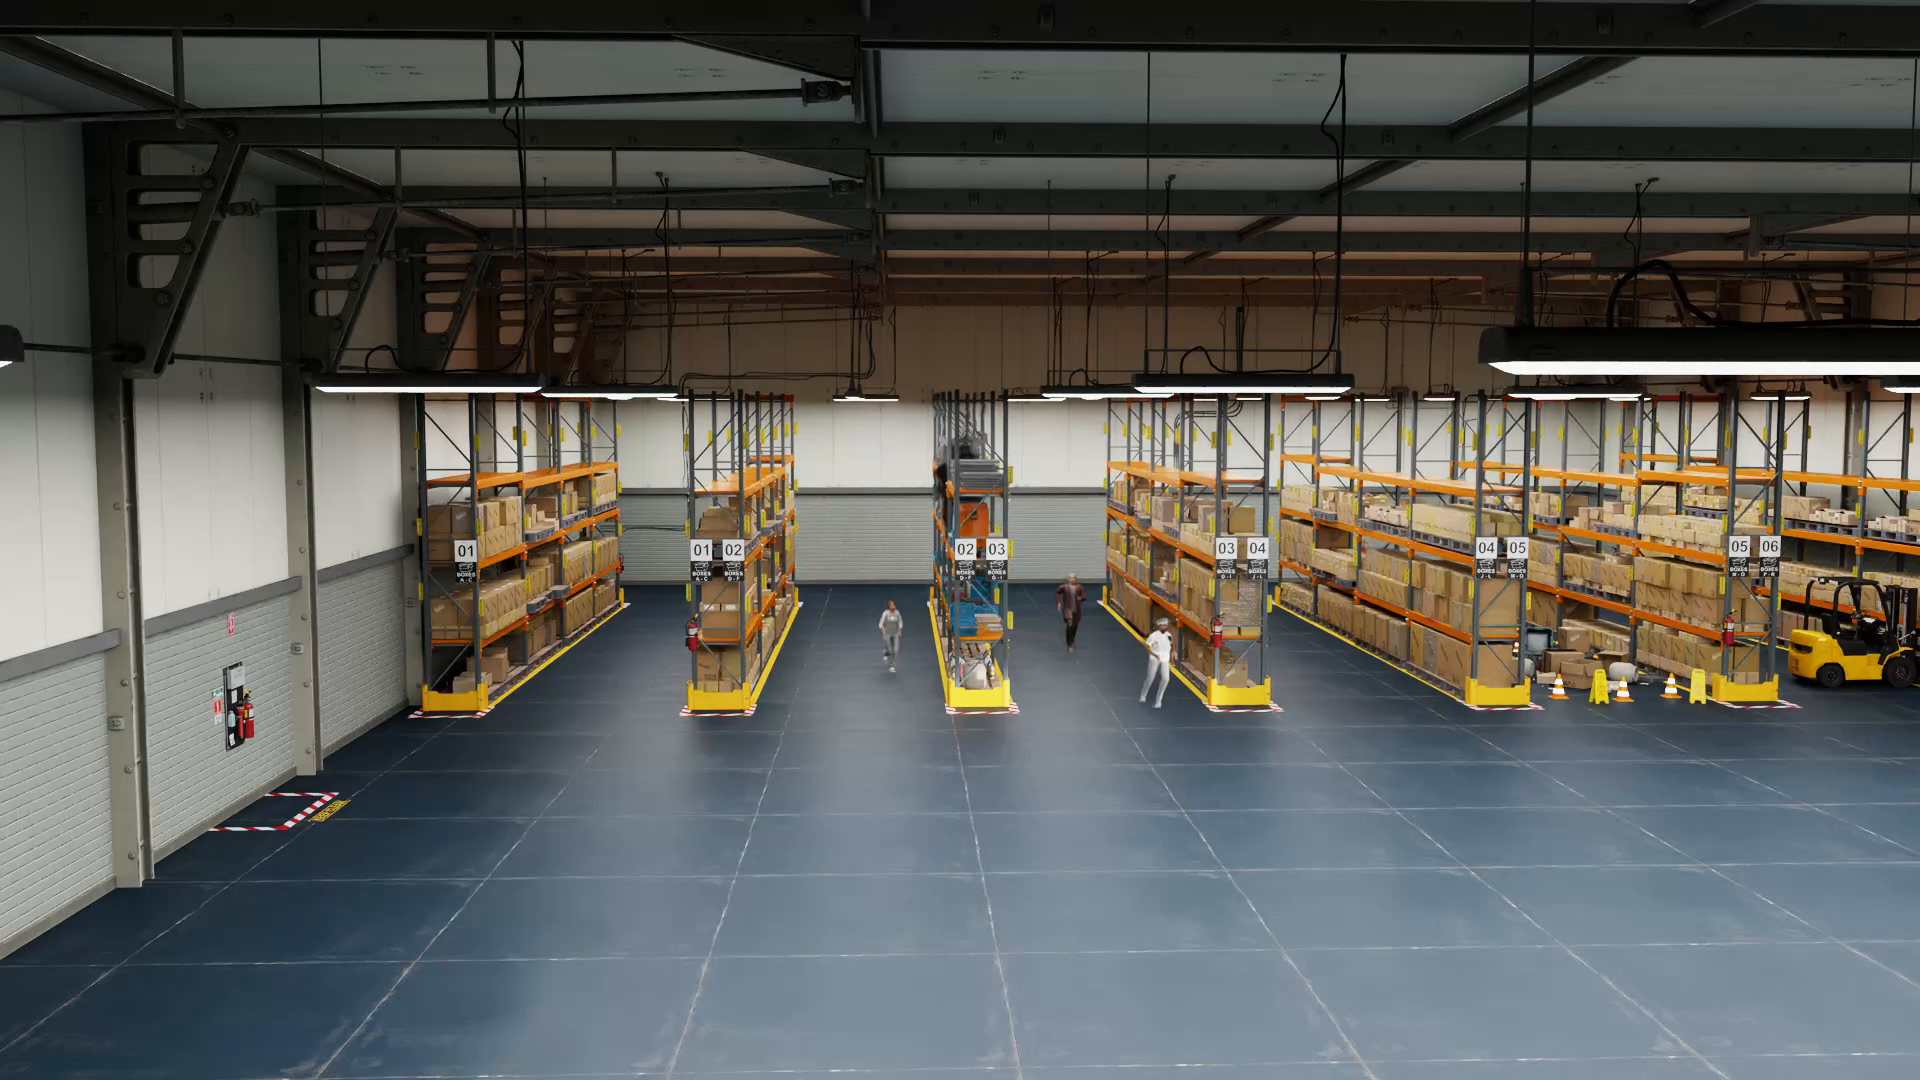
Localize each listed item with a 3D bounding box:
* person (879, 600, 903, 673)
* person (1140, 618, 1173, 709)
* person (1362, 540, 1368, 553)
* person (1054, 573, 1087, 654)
[{"bbox_3d":[-1.480,2.094,35.678,0.522,1.459,0.598,-1,5,-14],"label":"person"},{"bbox_3d":[3.790,2.328,31.625,0.661,1.719,0.679,-1,5,-14],"label":"person"},{"bbox_3d":[11.842,0.861,48.960,0.973,1.724,0.662,-1,5,-13],"label":"person"},{"bbox_3d":[2.585,1.688,38.575,0.676,1.851,0.860,-1,5,-15],"label":"person"}]
